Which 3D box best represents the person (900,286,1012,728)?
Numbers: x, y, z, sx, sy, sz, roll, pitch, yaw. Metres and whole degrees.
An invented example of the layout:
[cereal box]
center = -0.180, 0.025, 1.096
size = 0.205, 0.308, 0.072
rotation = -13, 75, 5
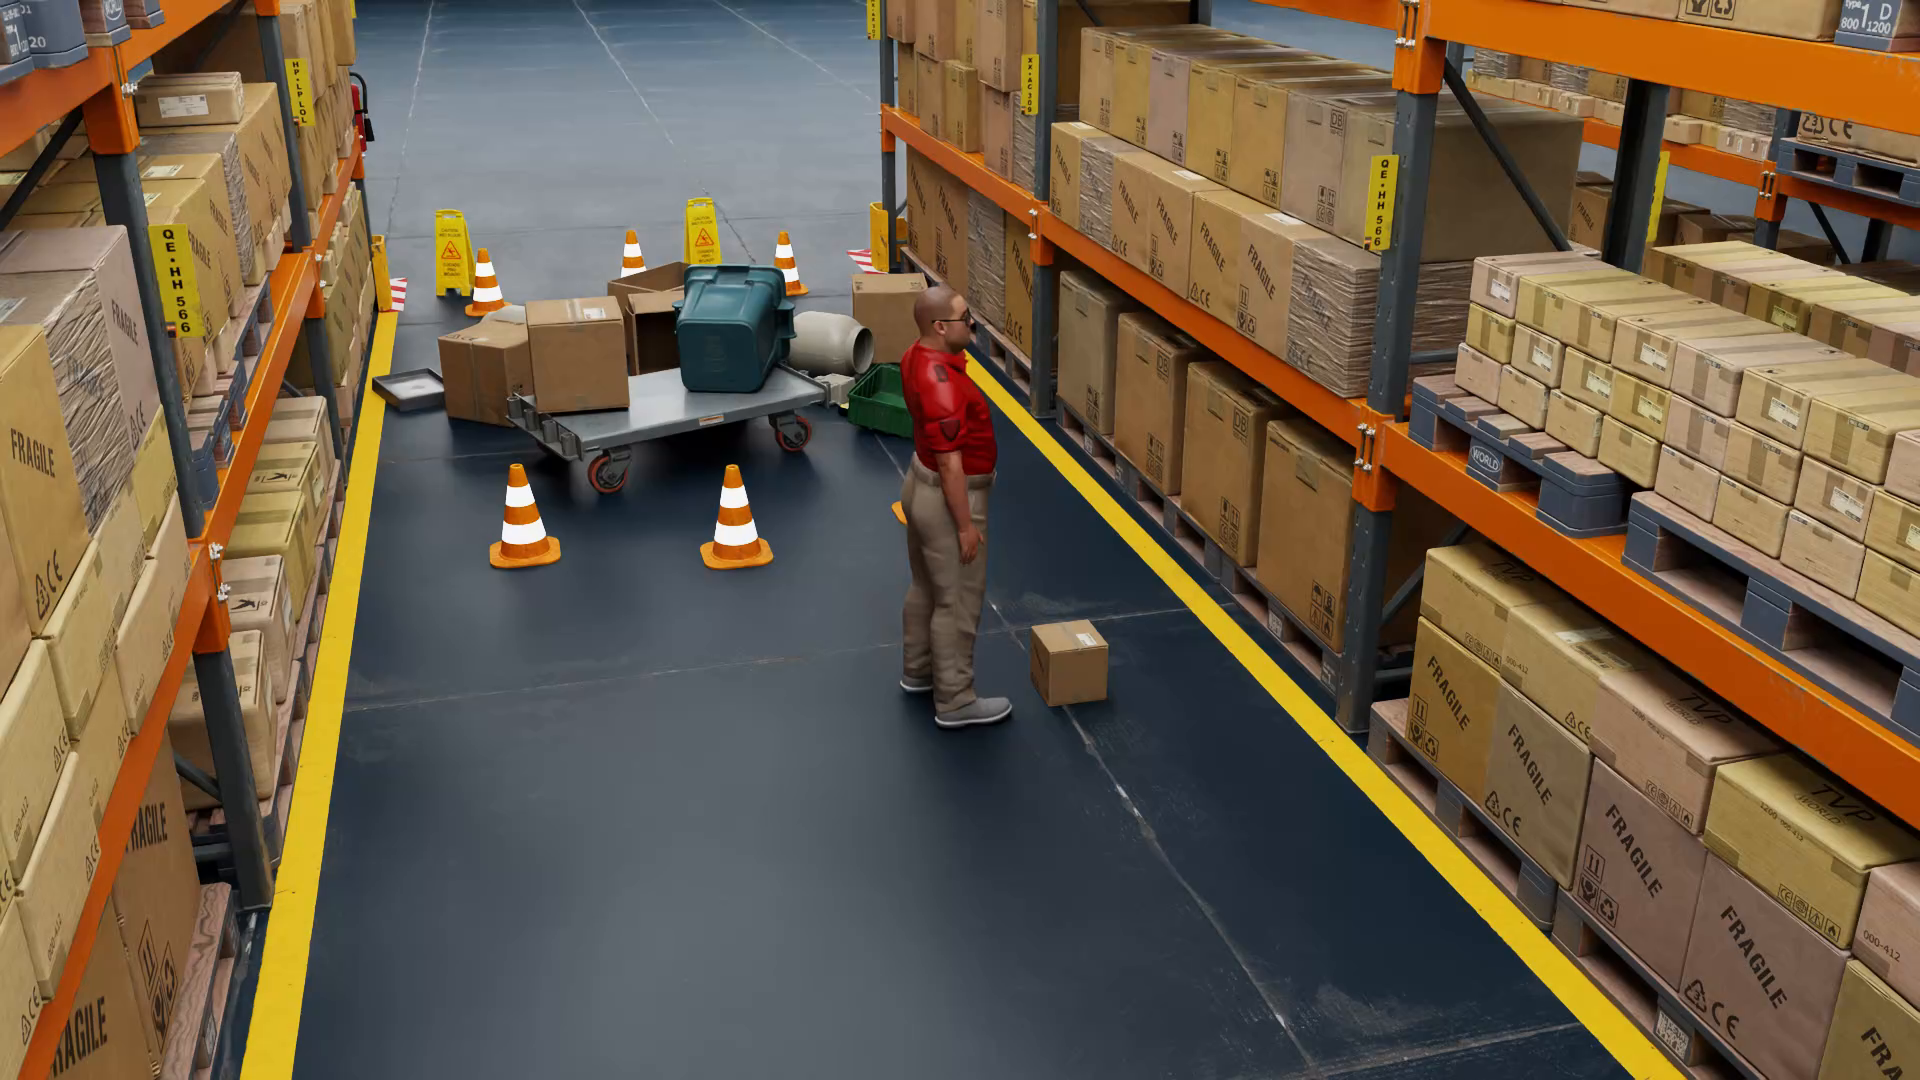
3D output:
[person]
center = -0.015, -0.128, 6.414
size = 0.393, 1.737, 0.534
rotation = -6, 23, -14
